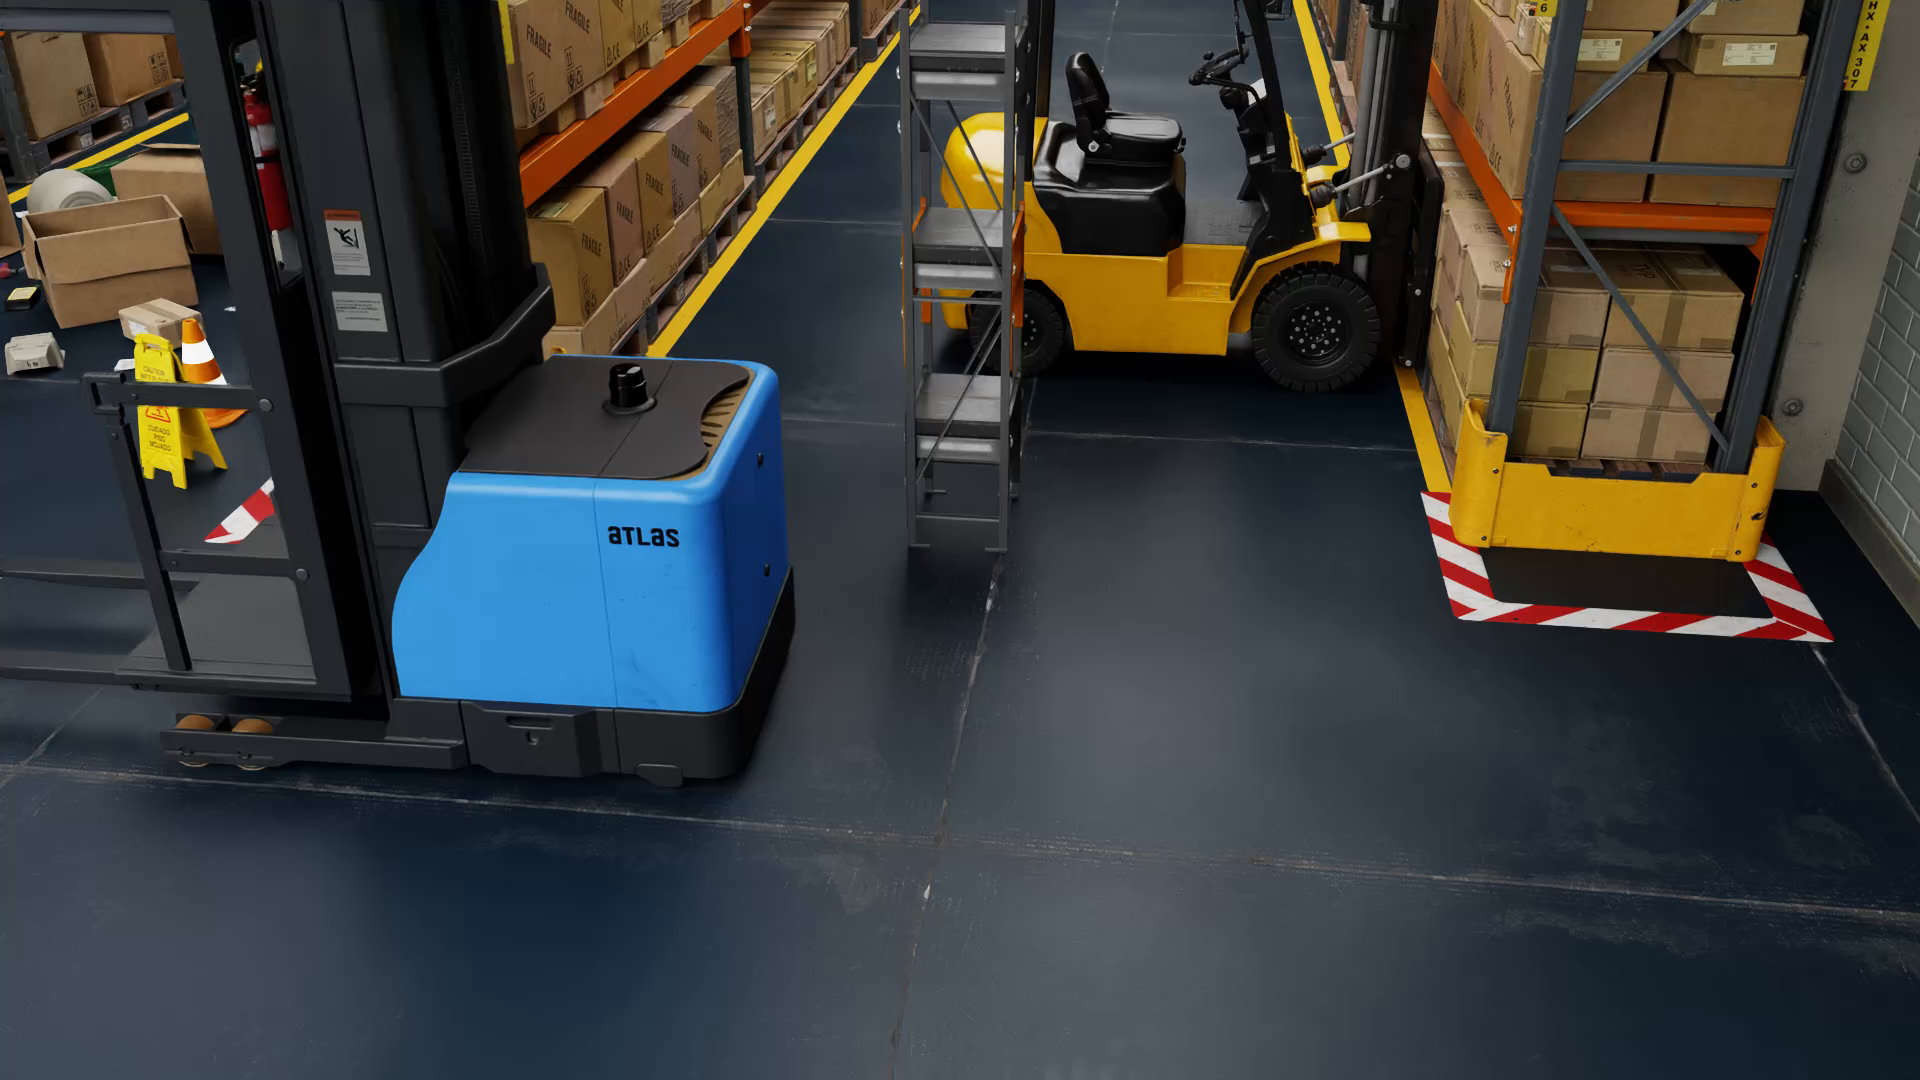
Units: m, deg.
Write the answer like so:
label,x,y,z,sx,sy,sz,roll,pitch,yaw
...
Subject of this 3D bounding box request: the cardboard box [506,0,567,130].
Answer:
label,x,y,z,sx,sy,sz,roll,pitch,yaw
cardboard box,-1.982,-2.025,6.927,0.500,0.500,0.500,3,28,5

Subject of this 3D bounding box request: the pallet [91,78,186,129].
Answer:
label,x,y,z,sx,sy,sz,roll,pitch,yaw
pallet,-6.583,-3.482,12.990,1.003,0.211,1.213,3,28,6

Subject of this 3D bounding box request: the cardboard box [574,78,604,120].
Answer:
label,x,y,z,sx,sy,sz,roll,pitch,yaw
cardboard box,-1.861,-2.037,7.633,0.380,0.149,0.250,4,29,7

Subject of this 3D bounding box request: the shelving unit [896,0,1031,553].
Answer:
label,x,y,z,sx,sy,sz,roll,pitch,yaw
shelving unit,0.020,-1.002,6.397,0.431,2.100,0.503,3,28,6

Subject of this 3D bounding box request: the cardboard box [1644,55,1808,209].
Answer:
label,x,y,z,sx,sy,sz,roll,pitch,yaw
cardboard box,2.948,-1.617,6.484,0.500,0.500,0.500,4,29,8

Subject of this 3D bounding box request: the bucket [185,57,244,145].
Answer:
label,x,y,z,sx,sy,sz,roll,pitch,yaw
bucket,-4.479,-2.796,10.626,0.726,0.611,0.620,14,21,24

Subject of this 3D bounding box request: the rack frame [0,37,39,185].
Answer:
label,x,y,z,sx,sy,sz,roll,pitch,yaw
rack frame,-6.750,-3.766,10.578,1.000,3.000,0.127,3,28,6

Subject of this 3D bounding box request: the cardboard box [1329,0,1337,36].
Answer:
label,x,y,z,sx,sy,sz,roll,pitch,yaw
cardboard box,3.502,-4.653,14.417,0.500,0.500,0.500,3,28,5

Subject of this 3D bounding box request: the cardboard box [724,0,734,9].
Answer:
label,x,y,z,sx,sy,sz,roll,pitch,yaw
cardboard box,-1.562,-3.246,9.878,0.380,0.149,0.250,3,28,6

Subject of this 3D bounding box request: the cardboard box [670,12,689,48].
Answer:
label,x,y,z,sx,sy,sz,roll,pitch,yaw
cardboard box,-1.683,-2.768,8.990,0.380,0.149,0.250,3,28,5

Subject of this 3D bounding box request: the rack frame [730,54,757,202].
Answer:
label,x,y,z,sx,sy,sz,roll,pitch,yaw
rack frame,-1.825,-3.526,10.132,1.000,3.000,0.127,3,28,6

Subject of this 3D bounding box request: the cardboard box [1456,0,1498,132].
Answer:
label,x,y,z,sx,sy,sz,roll,pitch,yaw
cardboard box,2.547,-2.132,7.439,0.500,0.500,0.500,3,28,5

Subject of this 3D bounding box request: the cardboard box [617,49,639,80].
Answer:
label,x,y,z,sx,sy,sz,roll,pitch,yaw
cardboard box,-1.829,-2.411,8.327,0.380,0.149,0.250,3,28,5

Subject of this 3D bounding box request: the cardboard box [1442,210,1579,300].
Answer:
label,x,y,z,sx,sy,sz,roll,pitch,yaw
cardboard box,2.415,-1.246,7.303,0.500,0.250,0.500,4,29,7

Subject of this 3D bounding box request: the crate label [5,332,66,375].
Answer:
label,x,y,z,sx,sy,sz,roll,pitch,yaw
crate label,-4.651,-0.938,8.347,0.250,0.136,0.298,-11,30,-20

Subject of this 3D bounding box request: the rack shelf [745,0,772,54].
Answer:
label,x,y,z,sx,sy,sz,roll,pitch,yaw
rack shelf,-1.580,-4.150,12.050,1.077,0.370,4.000,3,28,6

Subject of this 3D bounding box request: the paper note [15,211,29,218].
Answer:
label,x,y,z,sx,sy,sz,roll,pitch,yaw
paper note,-5.934,-2.090,10.596,0.147,0.020,0.142,-17,33,-29

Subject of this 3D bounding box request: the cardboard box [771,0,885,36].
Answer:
label,x,y,z,sx,sy,sz,roll,pitch,yaw
cardboard box,-1.168,-4.978,14.626,0.875,0.875,0.875,3,28,6

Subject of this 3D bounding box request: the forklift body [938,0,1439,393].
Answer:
label,x,y,z,sx,sy,sz,roll,pitch,yaw
forklift body,1.033,-1.981,8.160,2.313,2.155,1.214,3,28,6

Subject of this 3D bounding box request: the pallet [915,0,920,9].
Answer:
label,x,y,z,sx,sy,sz,roll,pitch,yaw
pallet,-0.864,-5.696,17.101,1.003,0.211,1.213,3,28,6

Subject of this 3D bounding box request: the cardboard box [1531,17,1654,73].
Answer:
label,x,y,z,sx,sy,sz,roll,pitch,yaw
cardboard box,2.376,-1.865,6.260,0.380,0.149,0.250,4,29,7

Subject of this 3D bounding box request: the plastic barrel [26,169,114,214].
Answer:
label,x,y,z,sx,sy,sz,roll,pitch,yaw
plastic barrel,-5.367,-2.009,10.032,0.421,0.421,0.512,-24,36,-37

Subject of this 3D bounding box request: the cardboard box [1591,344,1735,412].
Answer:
label,x,y,z,sx,sy,sz,roll,pitch,yaw
cardboard box,2.875,-0.760,6.927,0.500,0.250,0.500,4,29,7

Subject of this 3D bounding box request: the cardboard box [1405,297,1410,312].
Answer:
label,x,y,z,sx,sy,sz,roll,pitch,yaw
cardboard box,2.538,-1.284,8.428,0.500,0.250,0.500,4,29,8

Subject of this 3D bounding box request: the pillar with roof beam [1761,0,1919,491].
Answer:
label,x,y,z,sx,sy,sz,roll,pitch,yaw
pillar with roof beam,-0.681,-4.523,5.657,9.100,9.000,0.400,3,28,6

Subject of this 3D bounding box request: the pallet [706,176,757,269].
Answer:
label,x,y,z,sx,sy,sz,roll,pitch,yaw
pallet,-1.872,-1.980,10.203,1.003,0.211,1.213,3,28,6

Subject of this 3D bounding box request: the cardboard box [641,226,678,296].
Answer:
label,x,y,z,sx,sy,sz,roll,pitch,yaw
cardboard box,-1.817,-1.478,8.788,0.500,0.250,0.500,5,29,10

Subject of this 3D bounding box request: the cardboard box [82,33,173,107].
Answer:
label,x,y,z,sx,sy,sz,roll,pitch,yaw
cardboard box,-6.641,-3.712,12.406,1.050,0.750,0.750,3,28,6

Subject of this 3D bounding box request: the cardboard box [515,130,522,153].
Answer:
label,x,y,z,sx,sy,sz,roll,pitch,yaw
cardboard box,-2.068,-1.680,6.971,0.380,0.149,0.250,3,29,6

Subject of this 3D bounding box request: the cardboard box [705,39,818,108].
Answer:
label,x,y,z,sx,sy,sz,roll,pitch,yaw
cardboard box,-1.595,-3.467,12.350,0.950,0.372,0.625,4,29,8

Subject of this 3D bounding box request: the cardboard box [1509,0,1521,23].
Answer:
label,x,y,z,sx,sy,sz,roll,pitch,yaw
cardboard box,2.512,-2.222,6.922,0.380,0.149,0.250,3,28,6

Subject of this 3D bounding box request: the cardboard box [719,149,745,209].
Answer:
label,x,y,z,sx,sy,sz,roll,pitch,yaw
cardboard box,-1.631,-2.206,10.139,0.500,0.250,0.500,5,29,9

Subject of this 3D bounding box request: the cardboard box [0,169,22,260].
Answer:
label,x,y,z,sx,sy,sz,roll,pitch,yaw
cardboard box,-5.922,-1.876,9.703,0.500,0.500,0.500,8,29,15

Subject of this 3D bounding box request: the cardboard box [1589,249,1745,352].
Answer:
label,x,y,z,sx,sy,sz,roll,pitch,yaw
cardboard box,2.858,-0.986,6.820,0.500,0.250,0.500,3,28,5

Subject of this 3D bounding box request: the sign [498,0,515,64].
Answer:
label,x,y,z,sx,sy,sz,roll,pitch,yaw
sign,-1.776,-1.993,6.373,0.100,0.325,0.005,3,28,6

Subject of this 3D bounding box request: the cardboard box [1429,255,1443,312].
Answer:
label,x,y,z,sx,sy,sz,roll,pitch,yaw
cardboard box,2.476,-1.278,7.888,0.500,0.250,0.500,3,28,5

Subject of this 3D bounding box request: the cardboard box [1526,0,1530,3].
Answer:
label,x,y,z,sx,sy,sz,roll,pitch,yaw
cardboard box,2.451,-2.240,6.643,0.380,0.149,0.250,4,29,7

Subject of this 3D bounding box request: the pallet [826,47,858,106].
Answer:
label,x,y,z,sx,sy,sz,roll,pitch,yaw
pallet,-1.432,-3.813,13.606,1.003,0.211,1.213,3,28,6

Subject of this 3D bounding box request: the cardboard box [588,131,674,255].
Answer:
label,x,y,z,sx,sy,sz,roll,pitch,yaw
cardboard box,-1.810,-1.804,8.602,0.500,0.500,0.500,4,29,7

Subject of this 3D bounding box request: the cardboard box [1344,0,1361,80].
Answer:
label,x,y,z,sx,sy,sz,roll,pitch,yaw
cardboard box,3.502,-3.969,13.015,0.875,0.625,0.625,4,29,8

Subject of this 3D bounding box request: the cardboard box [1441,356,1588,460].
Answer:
label,x,y,z,sx,sy,sz,roll,pitch,yaw
cardboard box,2.356,-0.570,7.102,0.500,0.250,0.500,4,29,7

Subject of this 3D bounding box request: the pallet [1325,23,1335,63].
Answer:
label,x,y,z,sx,sy,sz,roll,pitch,yaw
pallet,3.721,-4.244,14.404,1.003,0.211,1.213,3,28,6

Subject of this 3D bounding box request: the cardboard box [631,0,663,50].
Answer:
label,x,y,z,sx,sy,sz,roll,pitch,yaw
cardboard box,-1.806,-2.748,8.270,0.500,0.500,0.500,3,28,5

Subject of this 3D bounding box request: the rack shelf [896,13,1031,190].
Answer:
label,x,y,z,sx,sy,sz,roll,pitch,yaw
rack shelf,0.020,-1.607,6.071,0.431,0.518,0.480,3,28,6

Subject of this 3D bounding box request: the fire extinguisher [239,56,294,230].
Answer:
label,x,y,z,sx,sy,sz,roll,pitch,yaw
fire extinguisher,-2.786,-1.582,6.605,0.296,0.674,0.183,3,28,6

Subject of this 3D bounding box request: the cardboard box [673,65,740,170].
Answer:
label,x,y,z,sx,sy,sz,roll,pitch,yaw
cardboard box,-1.631,-2.536,9.961,0.500,0.500,0.500,3,28,5

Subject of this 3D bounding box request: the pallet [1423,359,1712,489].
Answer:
label,x,y,z,sx,sy,sz,roll,pitch,yaw
pallet,2.664,-0.491,7.439,1.003,0.211,1.213,3,28,6

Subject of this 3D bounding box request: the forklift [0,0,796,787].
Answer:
label,x,y,z,sx,sy,sz,roll,pitch,yaw
forklift,-2.145,-0.792,5.130,3.031,2.935,1.130,3,28,5

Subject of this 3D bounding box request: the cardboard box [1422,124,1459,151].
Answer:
label,x,y,z,sx,sy,sz,roll,pitch,yaw
cardboard box,2.609,-1.969,8.645,0.500,0.250,0.500,4,29,8

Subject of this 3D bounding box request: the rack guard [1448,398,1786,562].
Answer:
label,x,y,z,sx,sy,sz,roll,pitch,yaw
rack guard,2.609,-0.244,6.677,1.175,0.500,0.348,3,28,6
